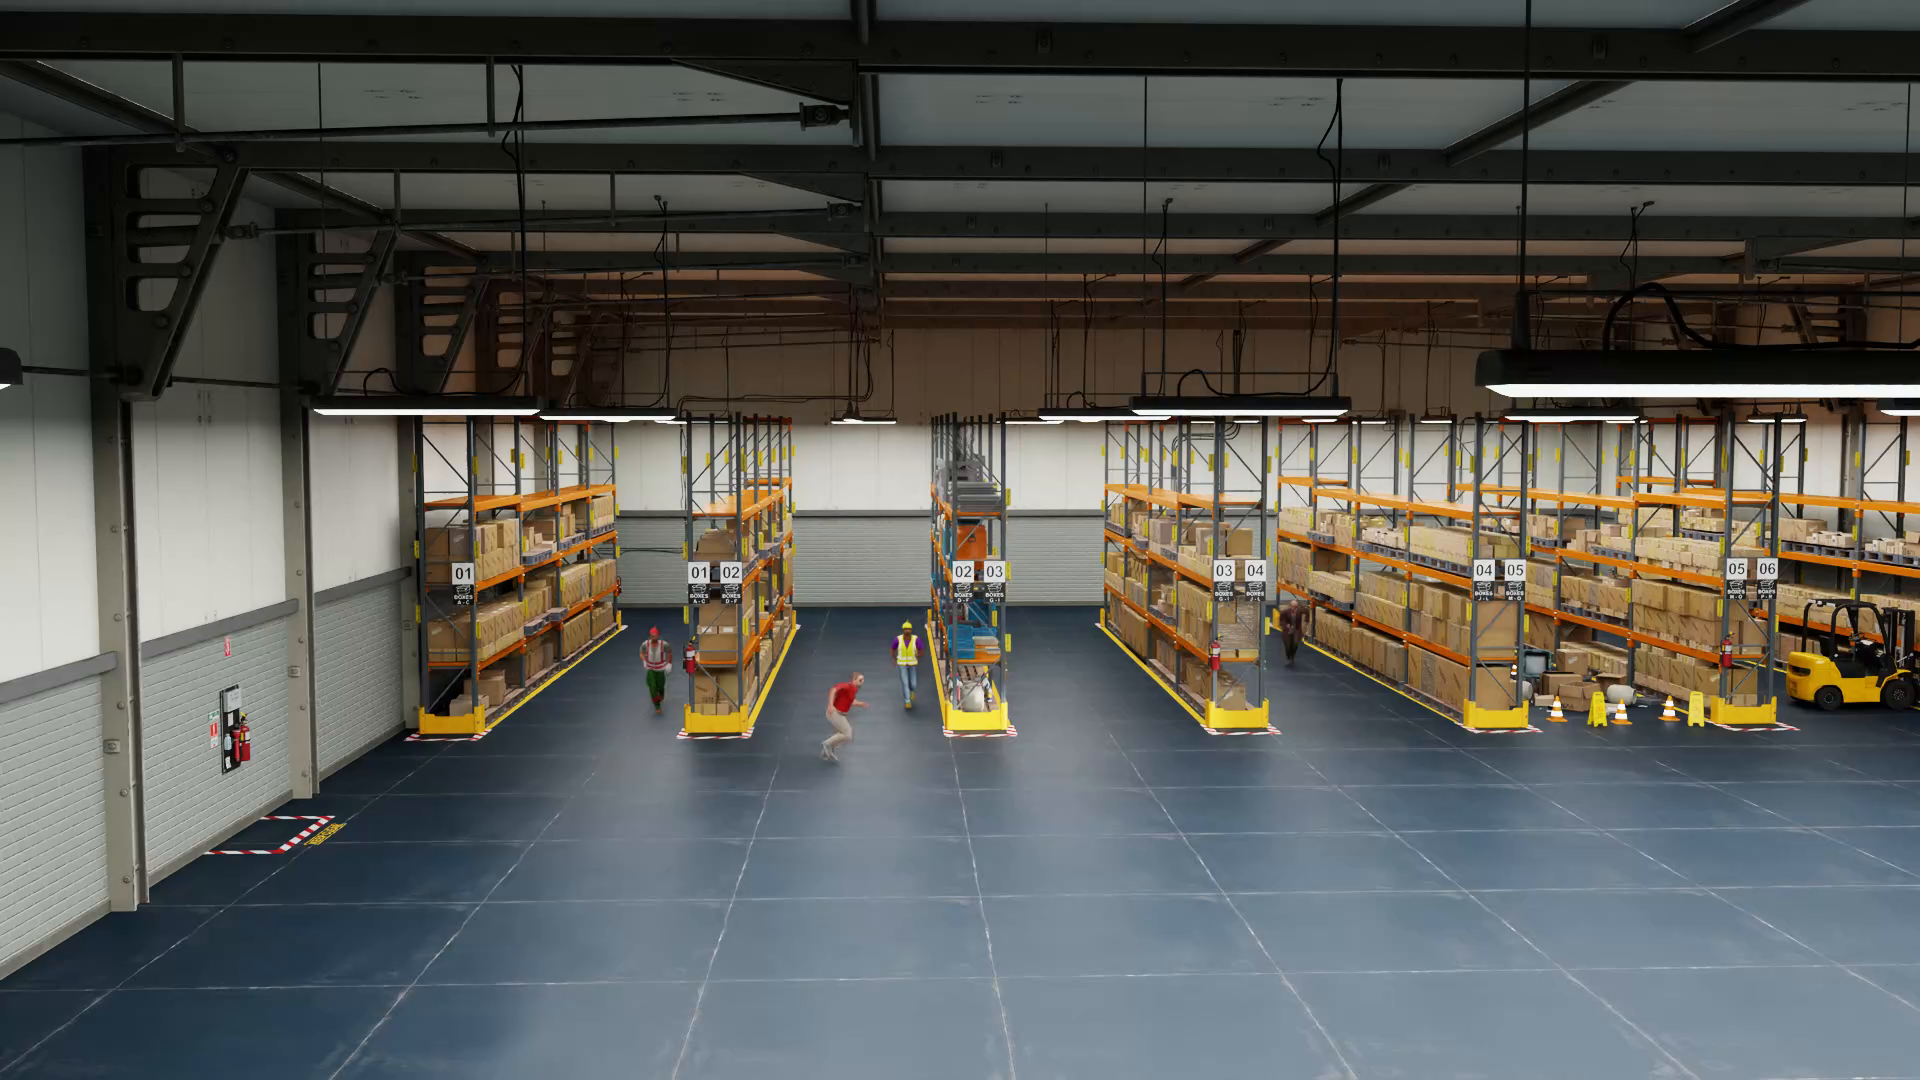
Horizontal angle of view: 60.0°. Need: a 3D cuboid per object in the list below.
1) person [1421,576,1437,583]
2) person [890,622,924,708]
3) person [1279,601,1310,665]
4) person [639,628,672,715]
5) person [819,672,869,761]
[{"bbox_3d":[13.867,1.515,49.034,0.754,1.839,0.632,-1,4,-8],"label":"person"},{"bbox_3d":[-1.075,2.541,33.993,0.703,1.735,0.747,0,4,-3],"label":"person"},{"bbox_3d":[7.972,2.220,39.658,0.741,1.602,0.950,0,4,5],"label":"person"},{"bbox_3d":[-6.088,2.599,33.346,0.645,1.732,0.826,0,4,0],"label":"person"},{"bbox_3d":[-1.998,3.021,28.345,0.892,1.552,0.695,1,4,14],"label":"person"}]
